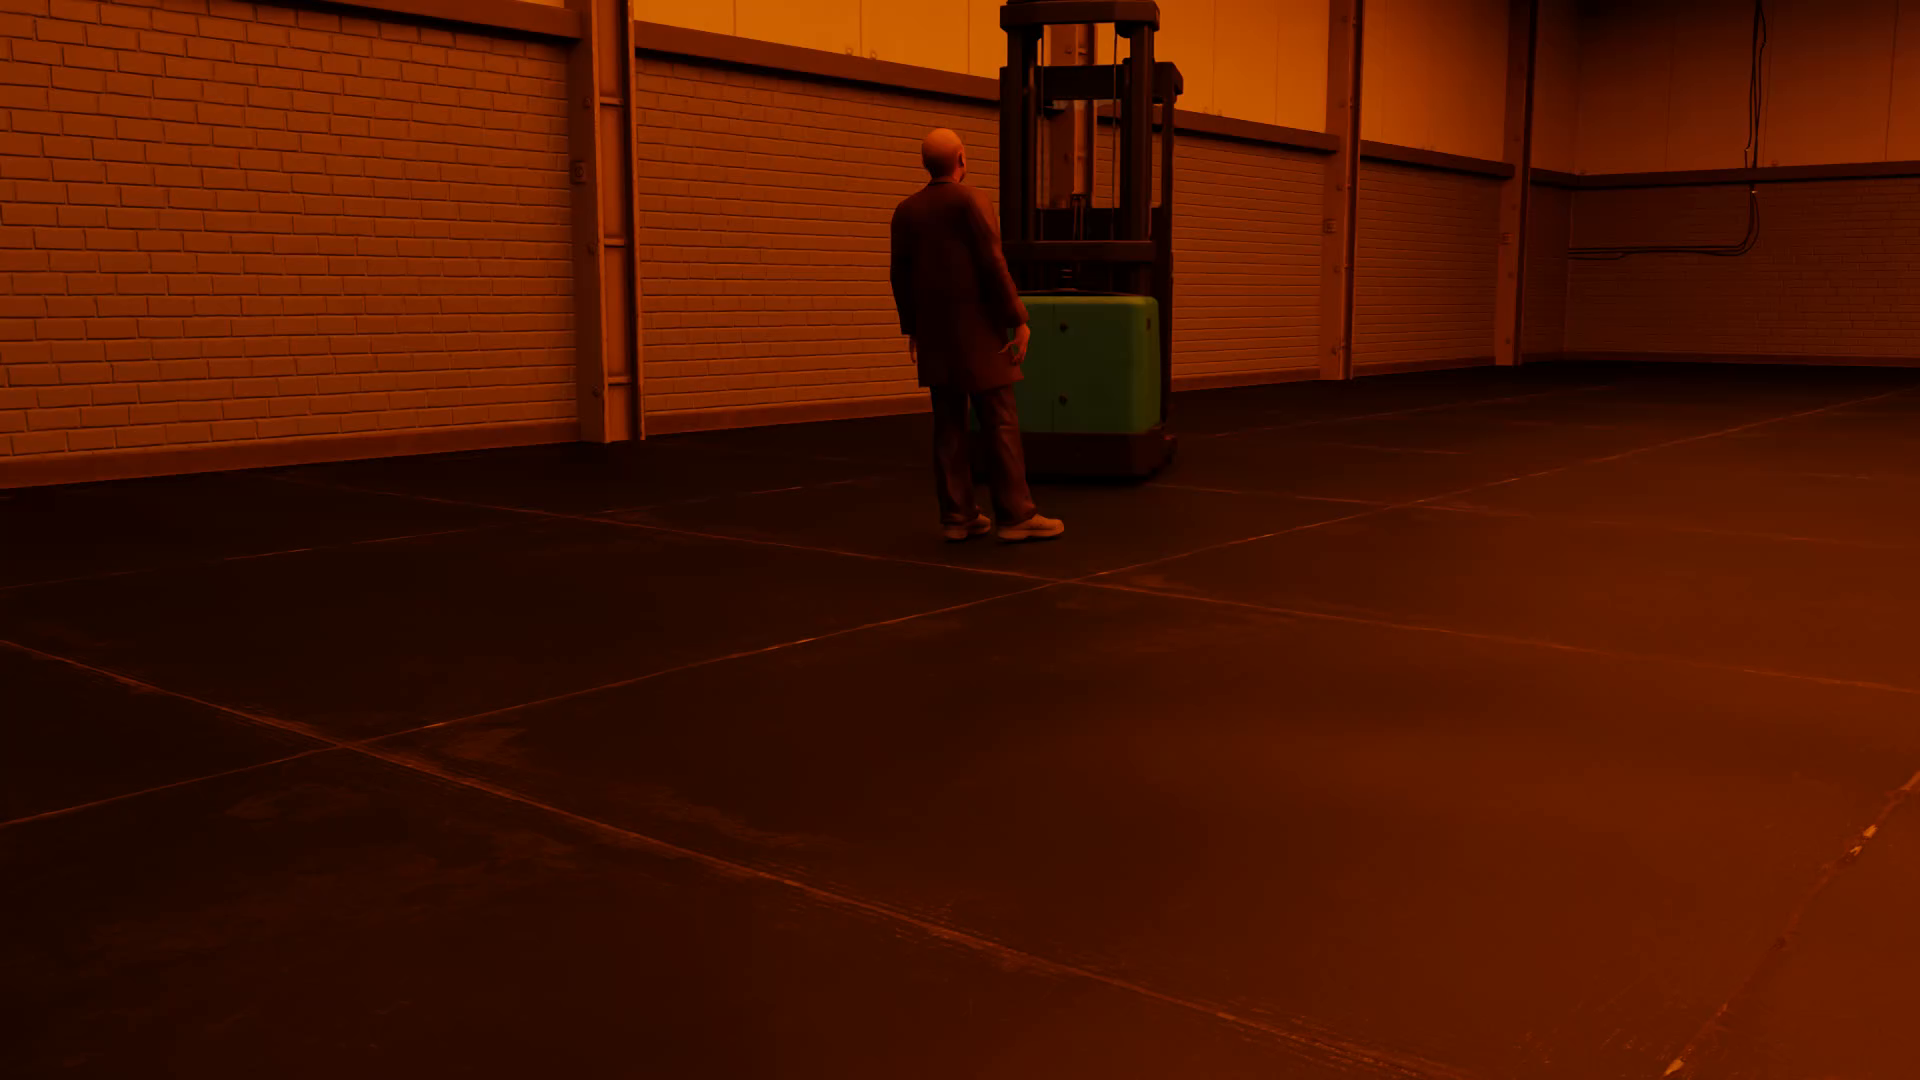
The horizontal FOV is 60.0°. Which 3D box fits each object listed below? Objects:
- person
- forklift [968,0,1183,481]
[{"bbox_3d":[0.061,-0.896,7.344,0.696,1.777,0.579,7,11,38],"label":"person"},{"bbox_3d":[0.840,-1.967,10.721,1.130,2.935,3.031,2,9,12],"label":"forklift"}]
